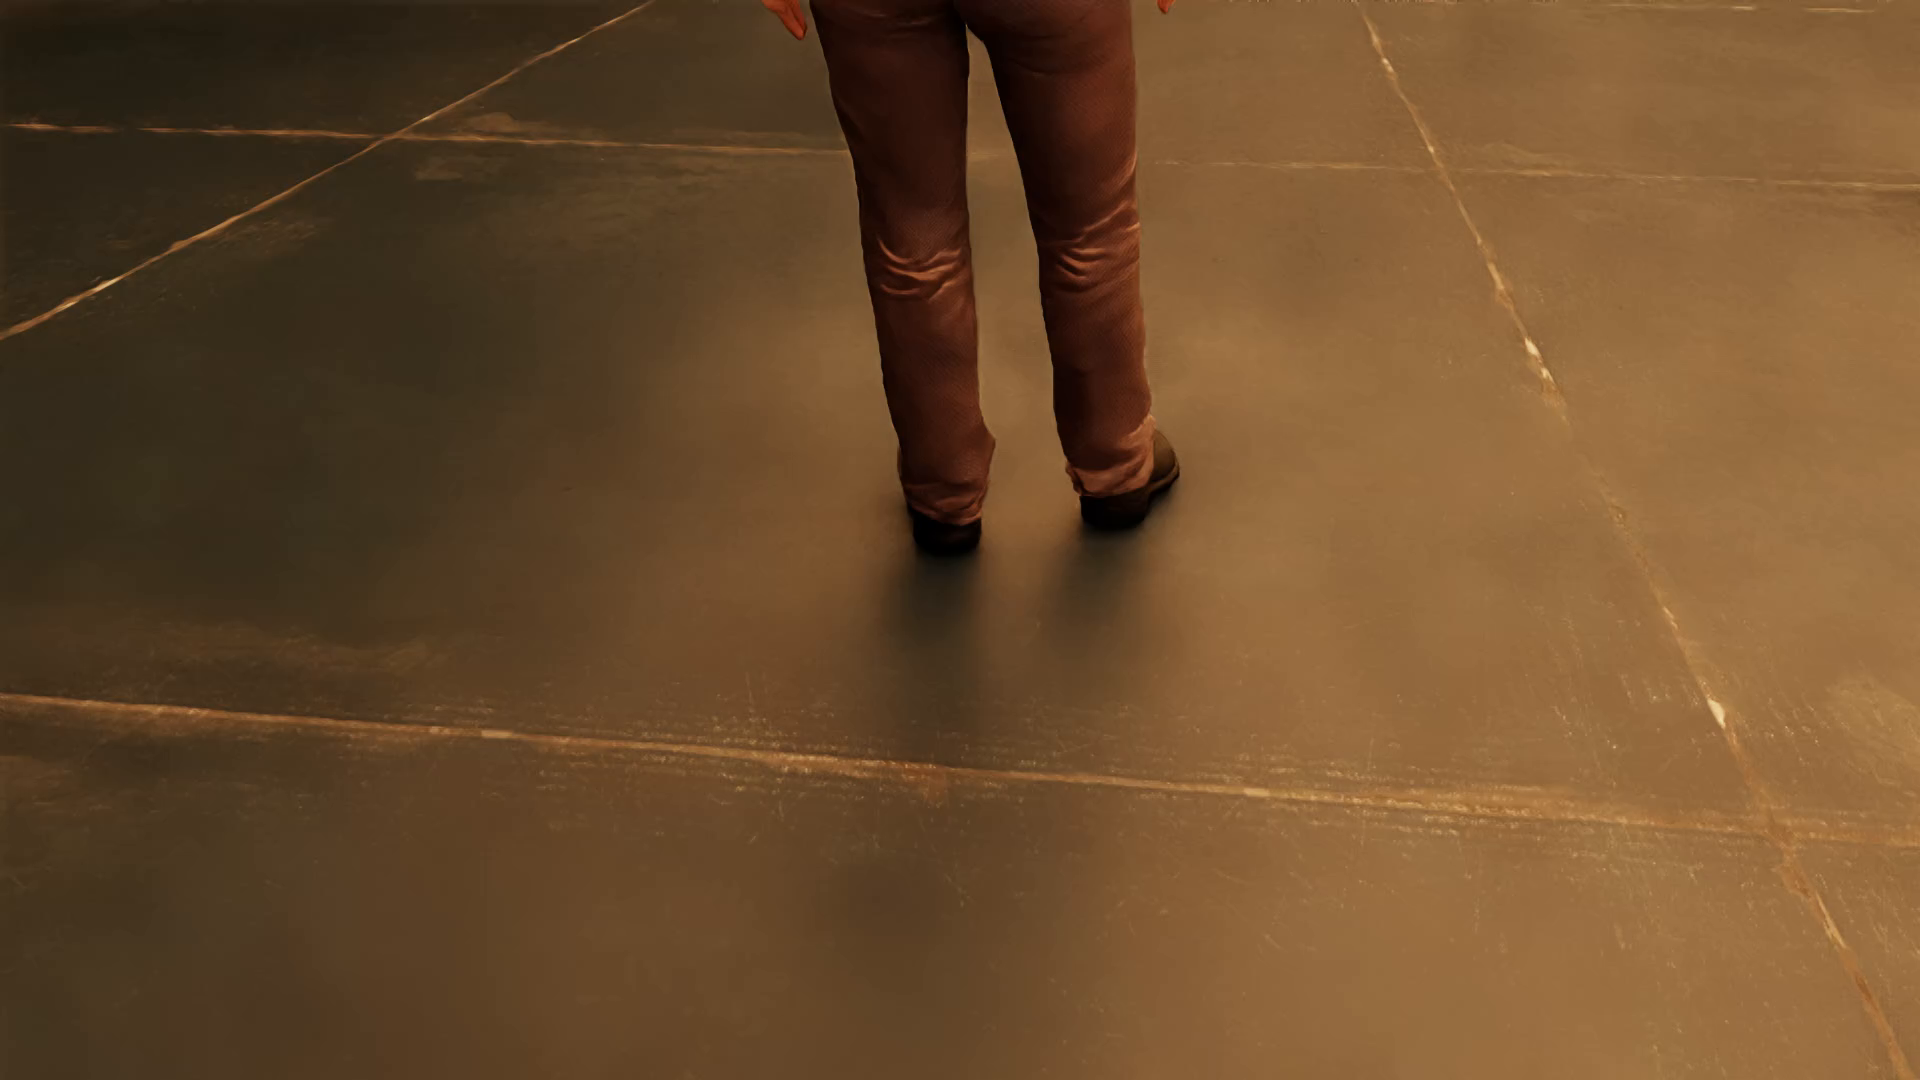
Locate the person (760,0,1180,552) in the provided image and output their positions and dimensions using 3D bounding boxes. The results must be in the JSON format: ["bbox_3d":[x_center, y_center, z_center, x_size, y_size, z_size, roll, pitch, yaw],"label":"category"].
[{"bbox_3d":[0.016,-0.804,2.167,0.632,1.720,0.567,3,27,7],"label":"person"}]
